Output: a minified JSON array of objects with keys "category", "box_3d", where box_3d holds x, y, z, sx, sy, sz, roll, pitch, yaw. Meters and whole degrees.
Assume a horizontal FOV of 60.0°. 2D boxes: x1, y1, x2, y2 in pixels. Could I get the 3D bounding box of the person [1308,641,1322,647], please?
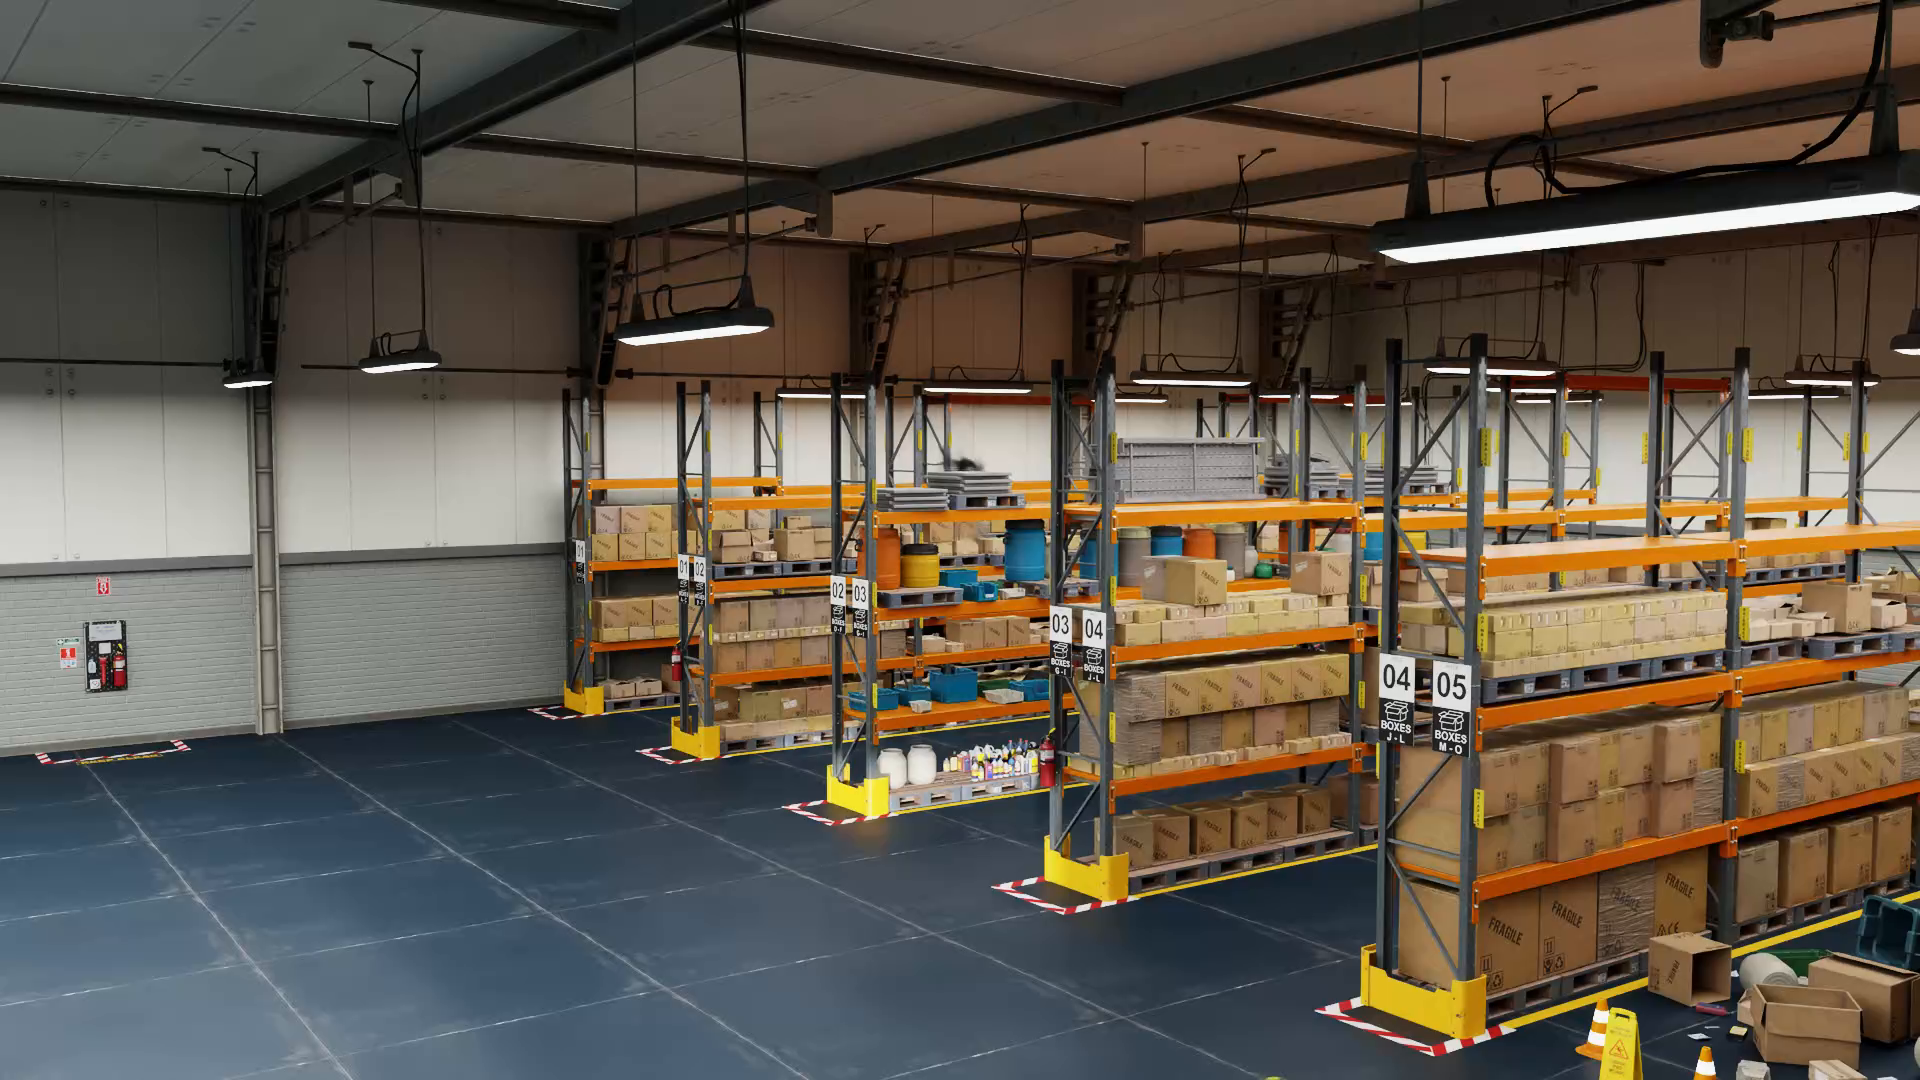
[{"category":"person","box_3d":[6.683,2.260,31.872,0.629,1.780,0.779,3,5,43]}]
